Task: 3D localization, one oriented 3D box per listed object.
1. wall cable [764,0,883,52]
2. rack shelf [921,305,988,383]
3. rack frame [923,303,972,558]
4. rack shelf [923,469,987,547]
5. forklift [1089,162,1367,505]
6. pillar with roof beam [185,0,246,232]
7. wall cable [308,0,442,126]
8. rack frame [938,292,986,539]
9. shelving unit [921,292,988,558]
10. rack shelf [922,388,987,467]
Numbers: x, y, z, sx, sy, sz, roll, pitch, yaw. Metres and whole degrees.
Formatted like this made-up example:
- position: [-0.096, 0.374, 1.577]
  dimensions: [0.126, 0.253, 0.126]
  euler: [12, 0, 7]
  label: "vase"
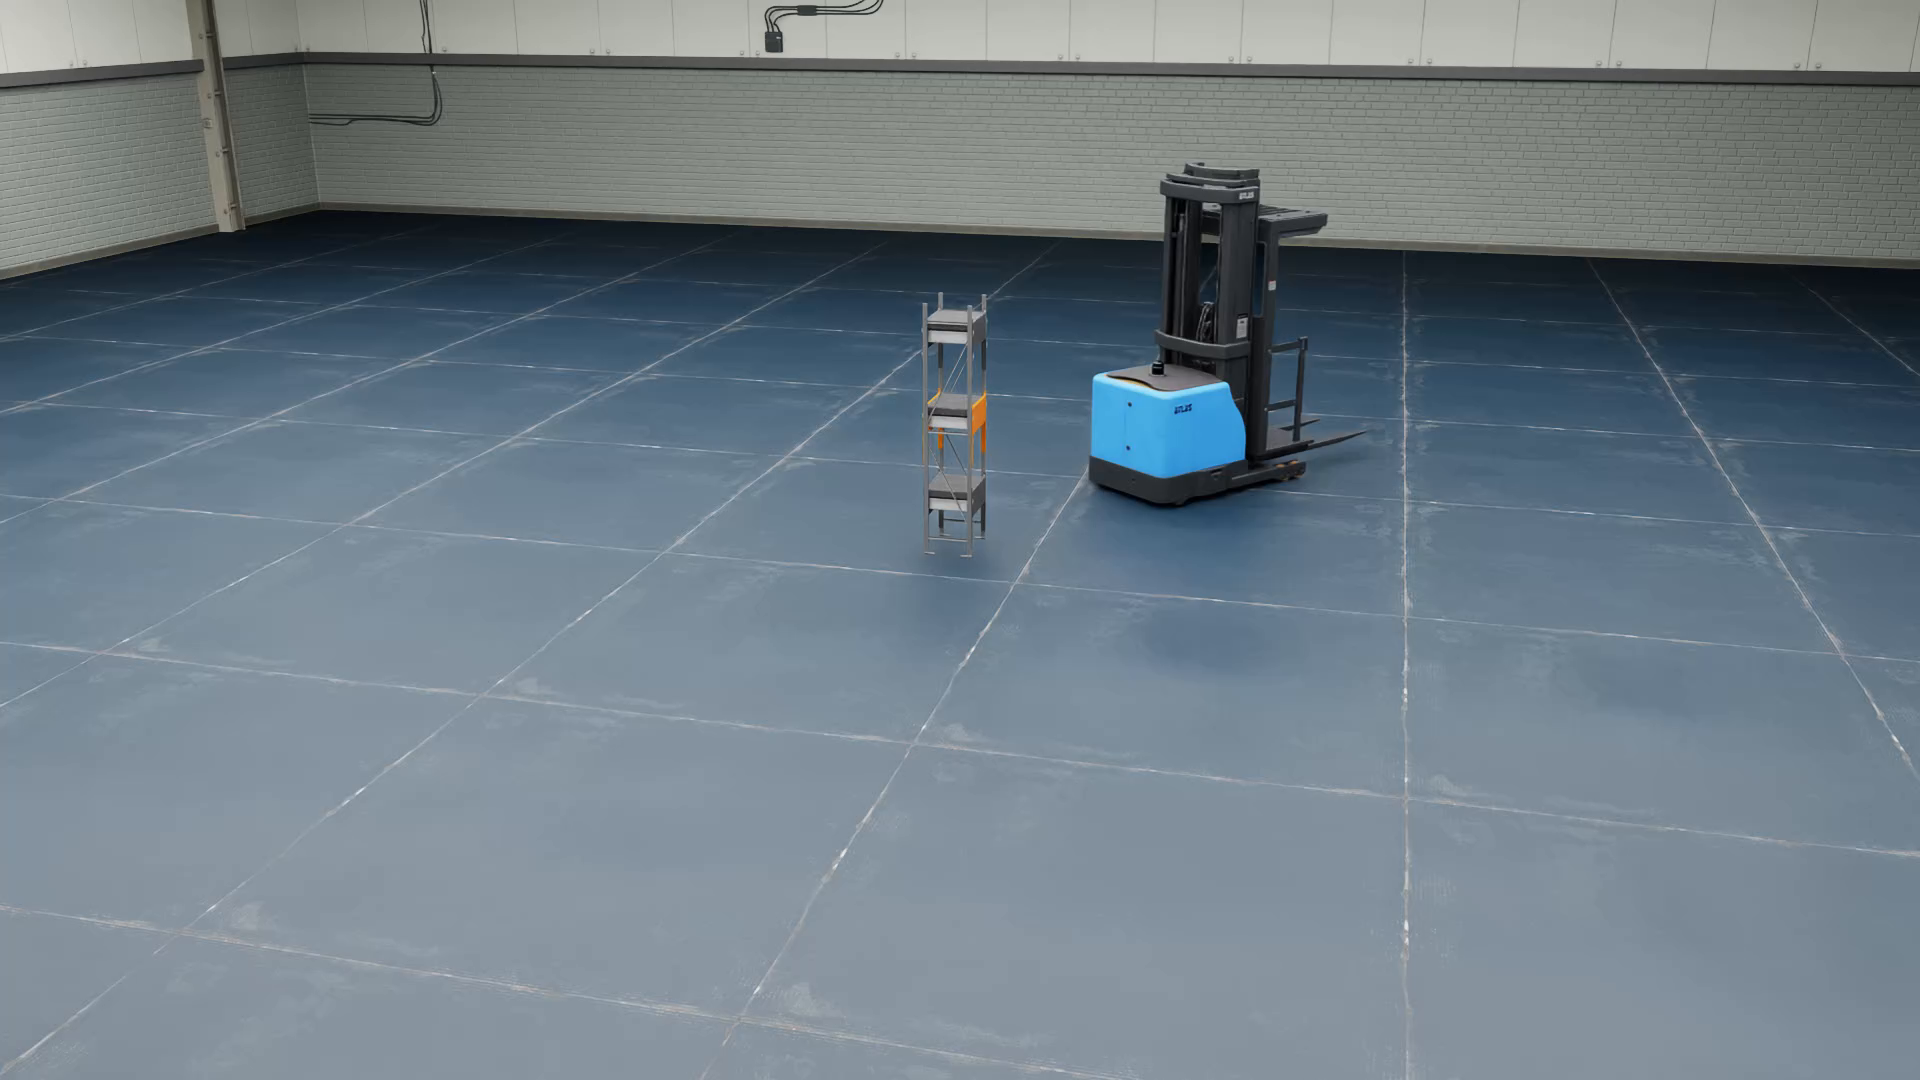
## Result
- position: [-2.452, -11.740, 29.374]
  dimensions: [2.305, 6.003, 0.169]
  euler: [5, 19, 13]
  label: "wall cable"
- position: [-0.040, -1.591, 13.474]
  dimensions: [0.431, 0.518, 0.480]
  euler: [5, 19, 13]
  label: "rack shelf"
- position: [-0.100, -0.865, 13.472]
  dimensions: [0.400, 2.100, 0.015]
  euler: [5, 19, 13]
  label: "rack frame"
- position: [-0.040, -0.266, 13.927]
  dimensions: [0.431, 0.518, 0.480]
  euler: [5, 19, 13]
  label: "rack shelf"
- position: [2.690, -2.062, 15.690]
  dimensions: [3.031, 2.935, 1.130]
  euler: [-14, 23, -35]
  label: "forklift"
- position: [-9.481, -9.726, 28.741]
  dimensions: [9.100, 9.000, 0.400]
  euler: [5, 19, 13]
  label: "pillar with roof beam"
- position: [-11.654, -9.416, 32.636]
  dimensions: [3.097, 2.526, 0.112]
  euler: [5, 19, 13]
  label: "wall cable"
- position: [0.019, -1.018, 13.920]
  dimensions: [0.400, 2.100, 0.015]
  euler: [5, 19, 13]
  label: "rack frame"
- position: [-0.040, -0.942, 13.696]
  dimensions: [0.431, 2.100, 0.503]
  euler: [5, 19, 13]
  label: "shelving unit"
- position: [-0.040, -0.929, 13.701]
  dimensions: [0.431, 0.518, 0.480]
  euler: [5, 19, 13]
  label: "rack shelf"
